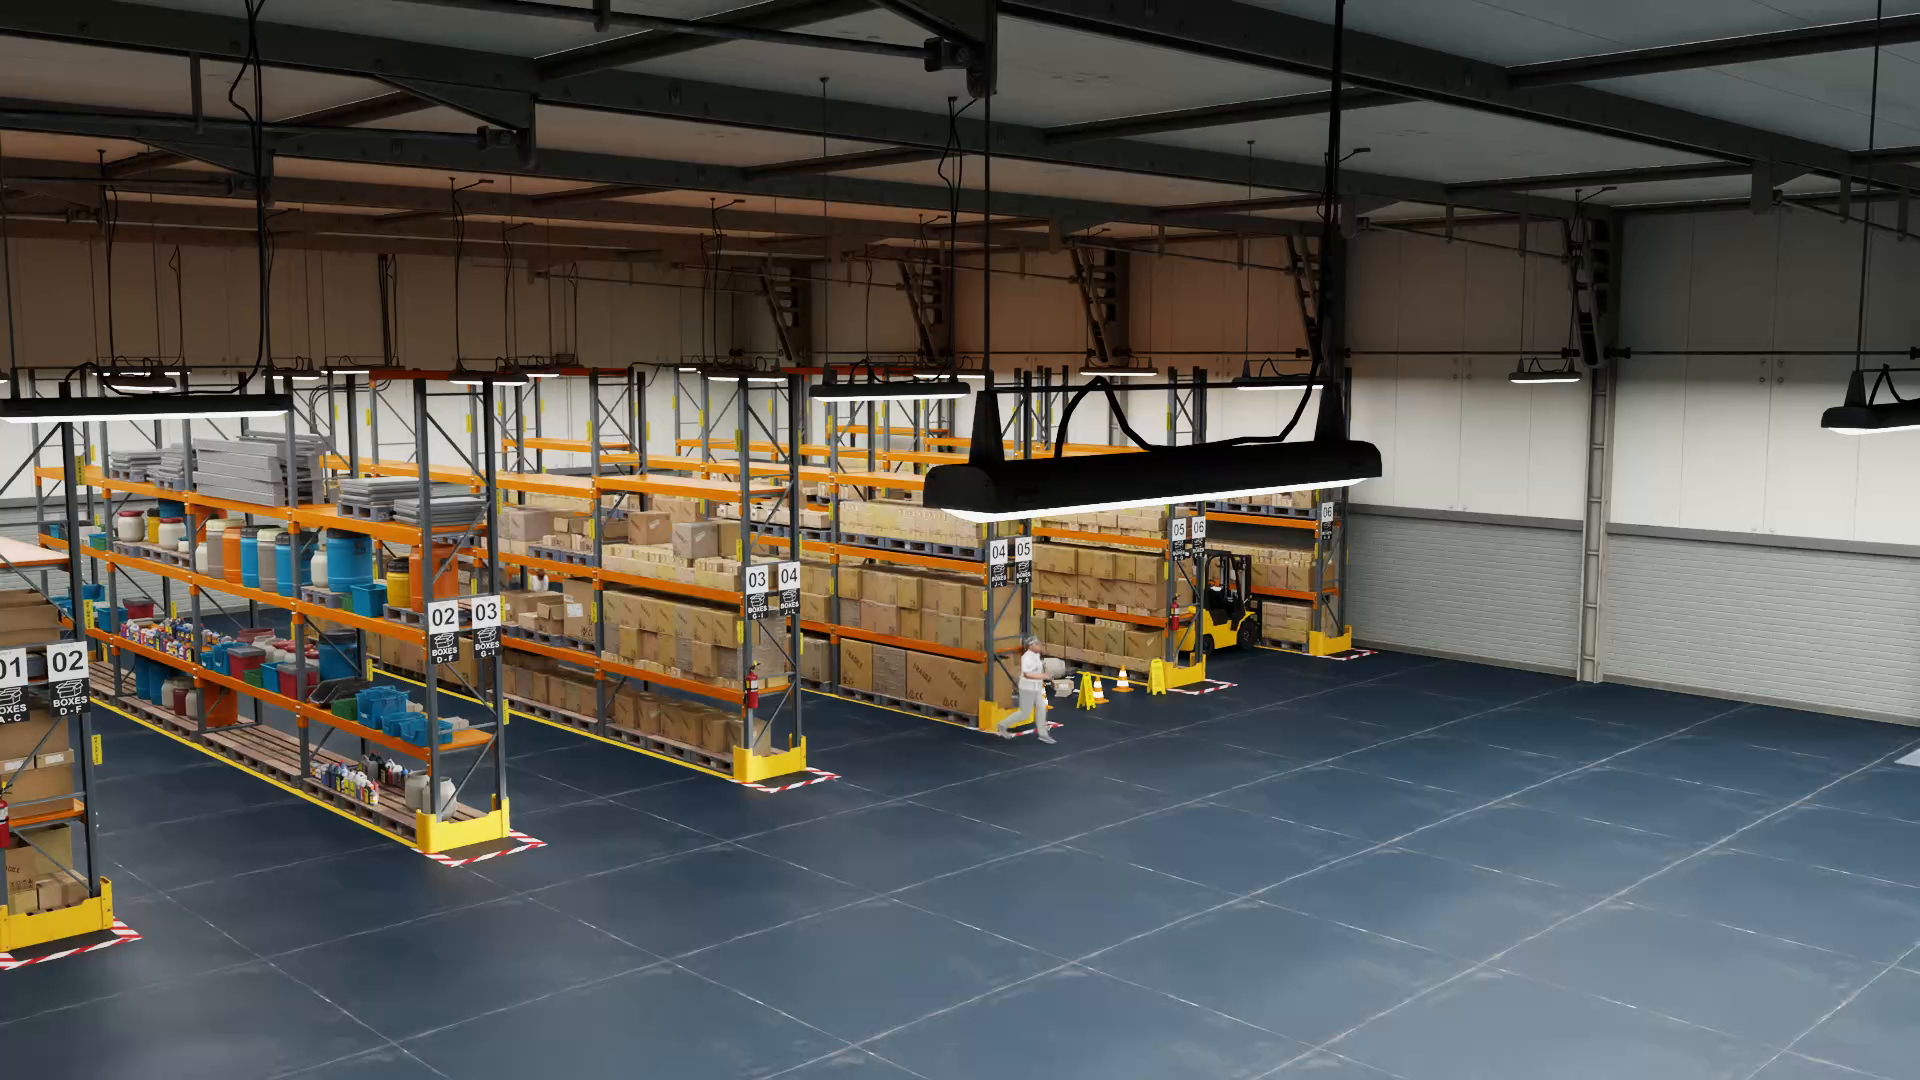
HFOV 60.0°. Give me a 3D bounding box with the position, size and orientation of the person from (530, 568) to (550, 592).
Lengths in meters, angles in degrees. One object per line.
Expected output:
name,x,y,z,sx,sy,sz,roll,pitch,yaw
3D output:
person,-9.265,1.388,36.337,0.687,1.765,0.947,-6,9,-42

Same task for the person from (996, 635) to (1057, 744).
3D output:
person,1.095,2.414,26.953,0.974,1.802,0.673,2,7,14
